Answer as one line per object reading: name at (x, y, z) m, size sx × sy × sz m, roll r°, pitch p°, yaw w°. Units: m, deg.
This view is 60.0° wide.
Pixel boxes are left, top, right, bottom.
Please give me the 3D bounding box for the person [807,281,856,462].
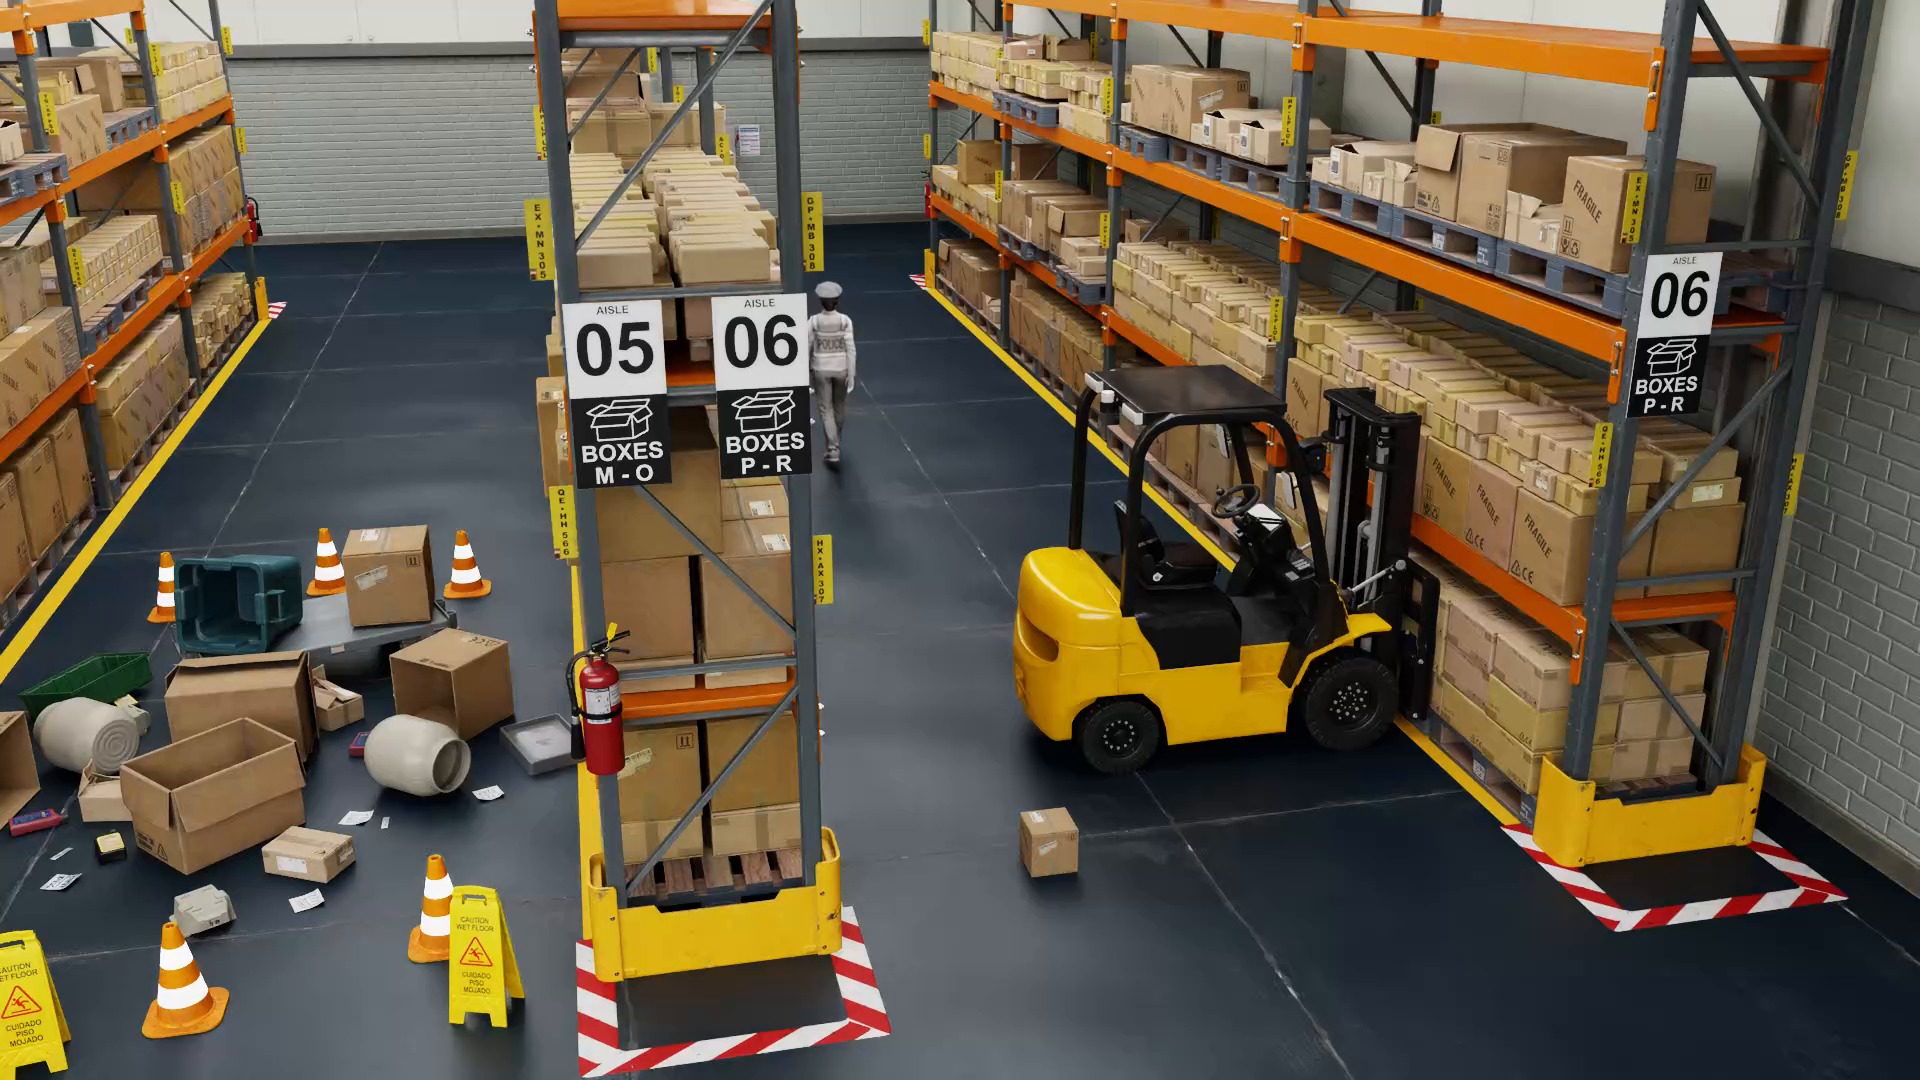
person at (-1.235, -1.590, 15.456) m, size 0.496 × 1.629 × 1.002 m, roll -6°, pitch 20°, yaw -15°
